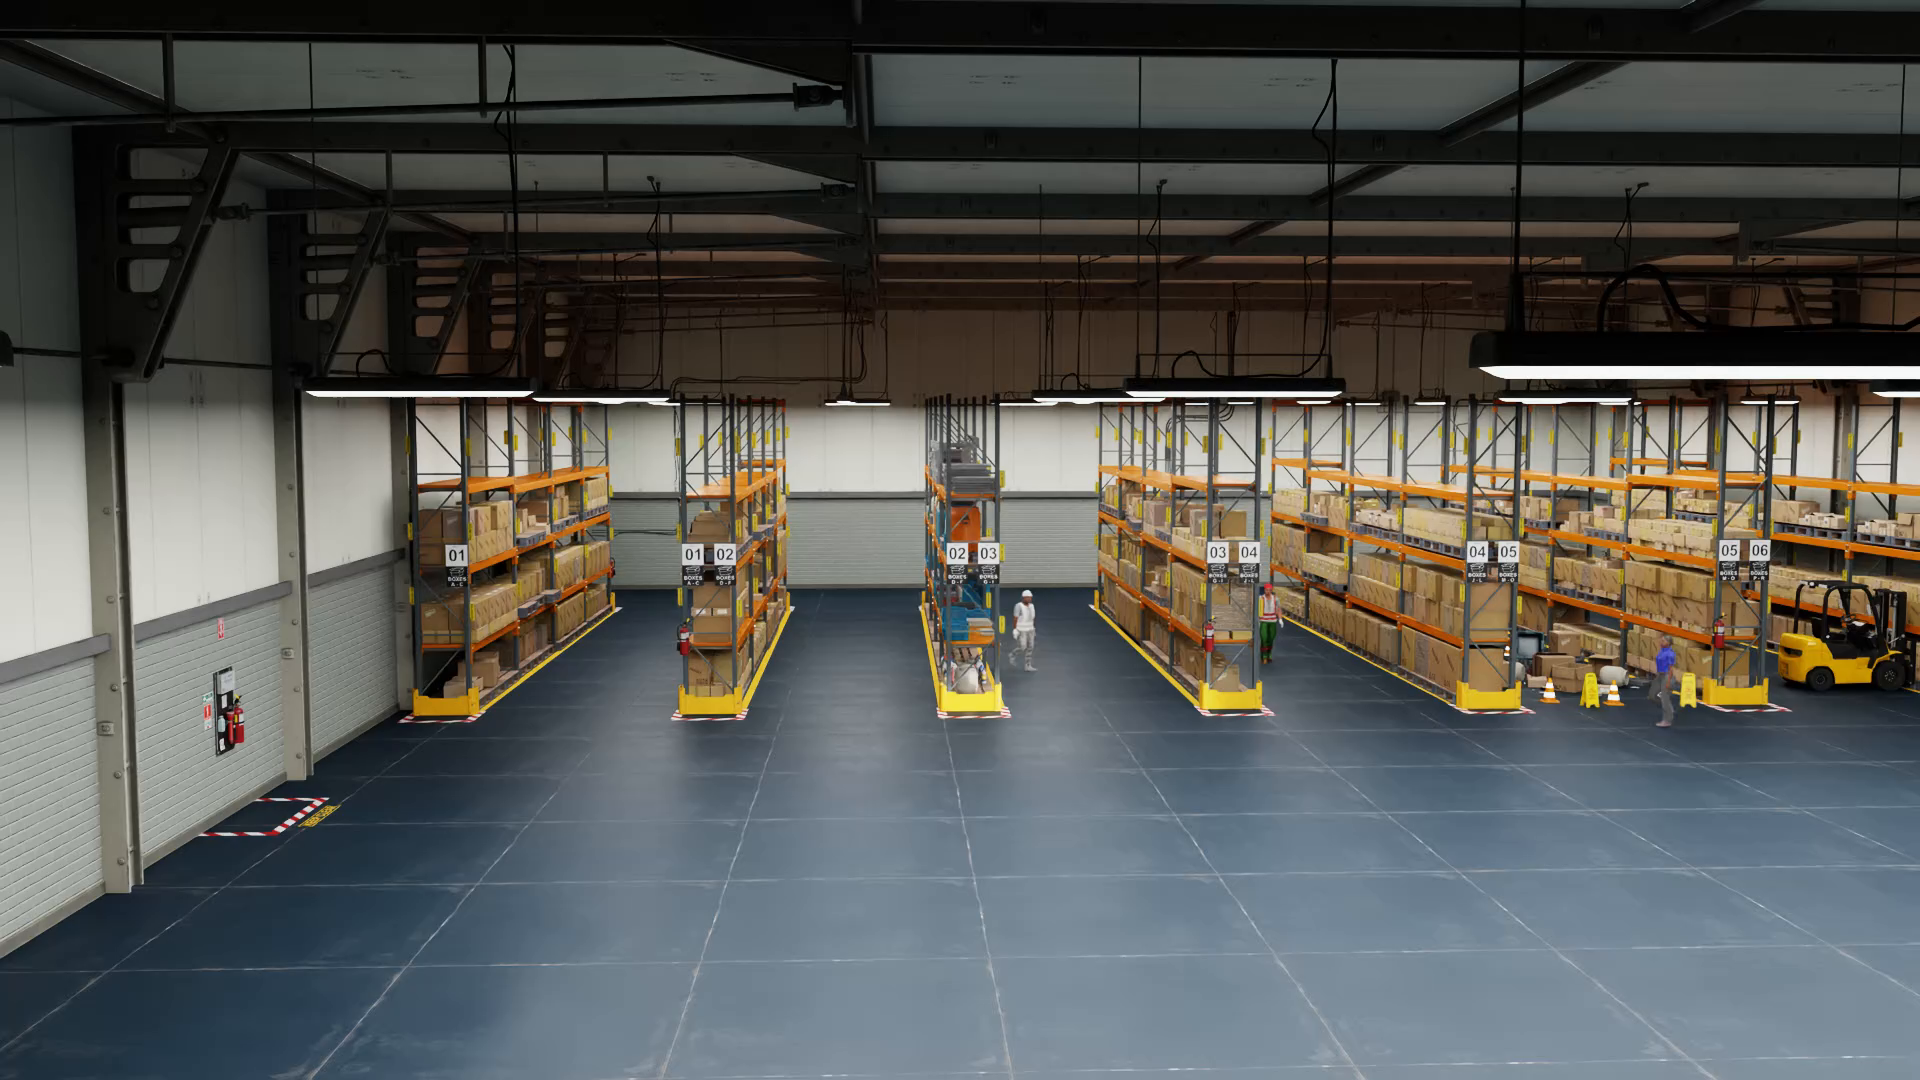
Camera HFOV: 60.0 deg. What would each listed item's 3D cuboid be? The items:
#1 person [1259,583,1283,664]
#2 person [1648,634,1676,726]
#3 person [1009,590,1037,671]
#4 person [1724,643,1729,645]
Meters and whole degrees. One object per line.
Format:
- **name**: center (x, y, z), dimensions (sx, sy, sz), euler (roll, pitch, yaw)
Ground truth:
- **person**: center (6.964, 1.890, 37.482), dimensions (0.574, 1.847, 0.518), euler (0, 5, -4)
- **person**: center (12.704, 2.516, 29.906), dimensions (0.473, 1.648, 0.459), euler (-1, 5, -14)
- **person**: center (1.365, 1.967, 36.186), dimensions (0.641, 1.775, 0.601), euler (-4, 6, -42)
- **person**: center (16.655, 2.066, 36.206), dimensions (0.547, 1.609, 0.618), euler (-2, 5, -19)
